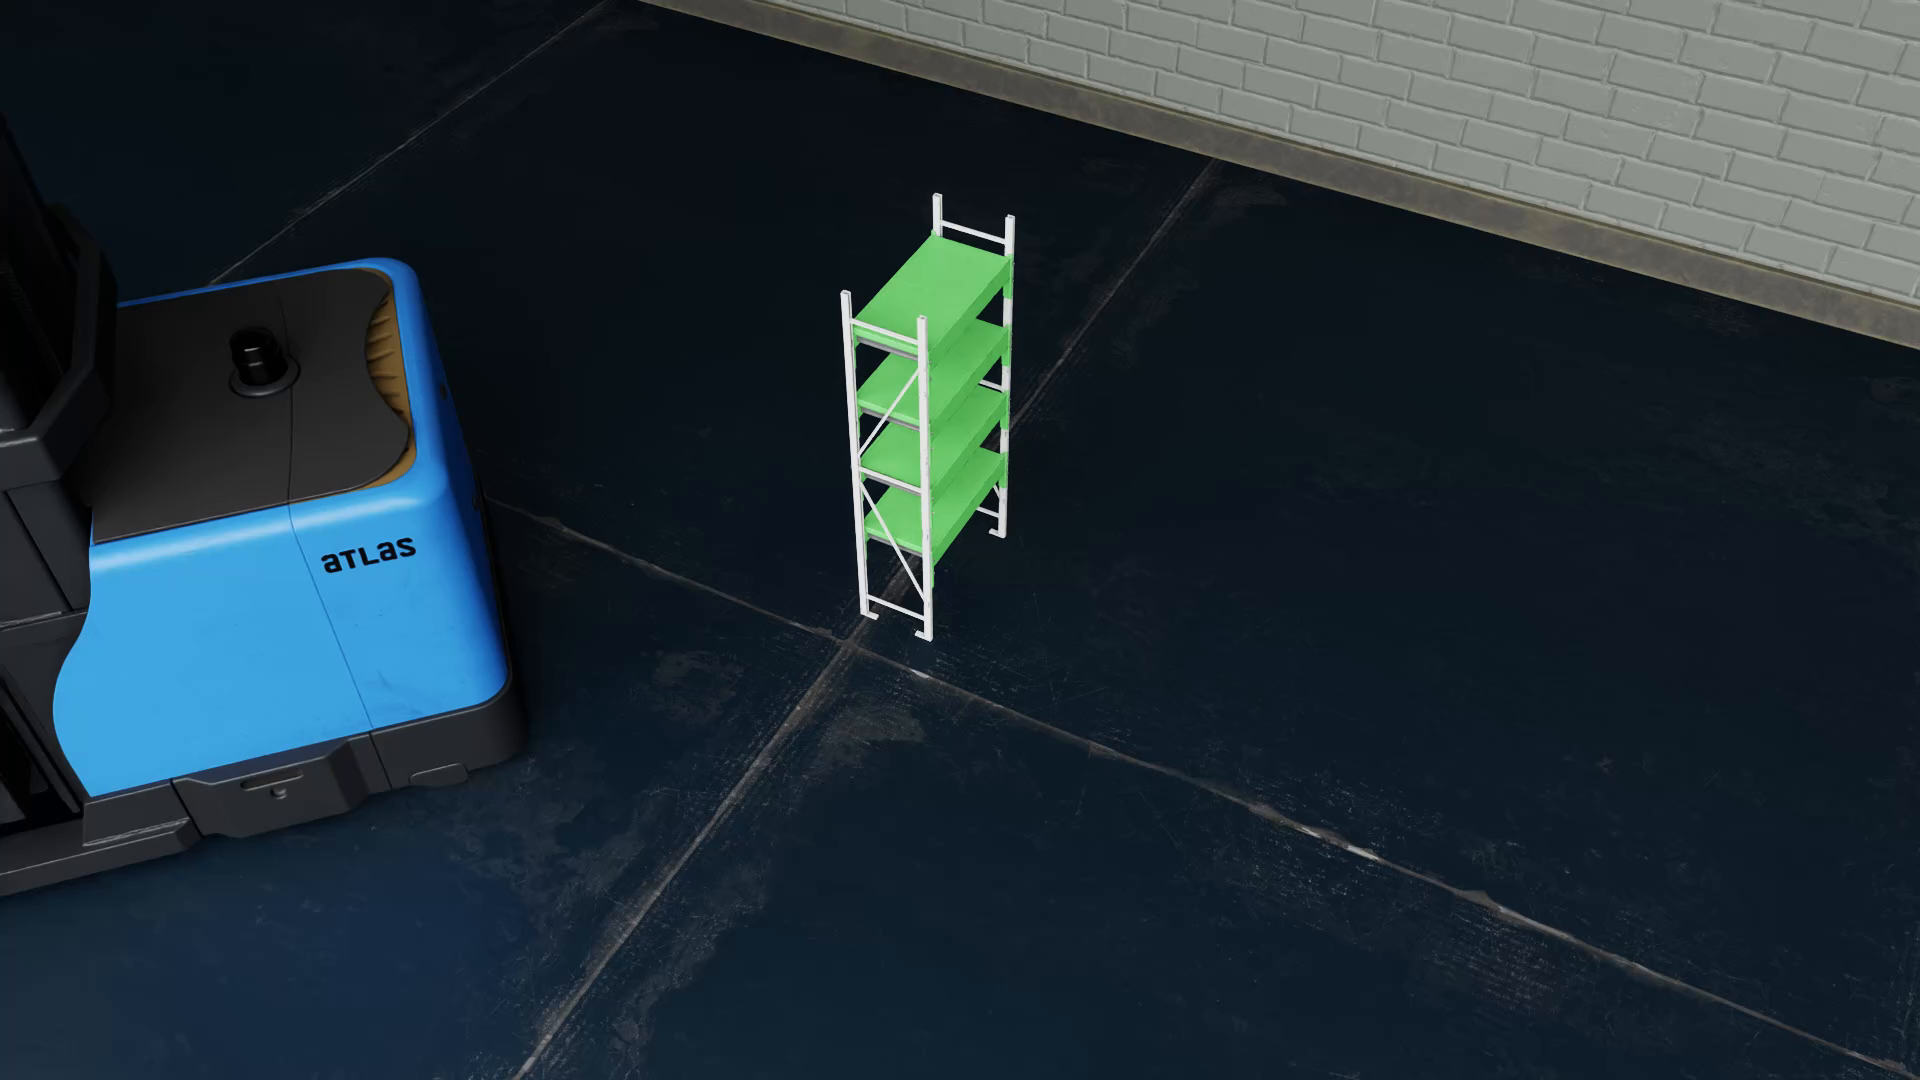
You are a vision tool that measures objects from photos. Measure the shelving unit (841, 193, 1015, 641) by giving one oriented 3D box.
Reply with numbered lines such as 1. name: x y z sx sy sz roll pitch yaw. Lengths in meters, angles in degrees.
1. shelving unit: -0.077 -0.317 4.720 0.258 1.200 0.503 20 49 19

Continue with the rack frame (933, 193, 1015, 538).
1. rack frame: 0.036 -0.471 4.872 0.240 1.200 0.015 20 49 19

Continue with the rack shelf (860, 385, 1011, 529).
1. rack shelf: -0.077 -0.273 4.766 0.258 0.148 0.480 20 49 19

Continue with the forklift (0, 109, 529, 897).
1. forklift: -2.772 -0.411 3.595 3.031 2.935 1.130 -13 47 -13

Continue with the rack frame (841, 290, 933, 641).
1. rack frame: -0.190 -0.164 4.568 0.240 1.200 0.015 20 49 19

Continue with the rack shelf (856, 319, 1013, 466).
1. rack shelf: -0.077 -0.441 4.595 0.258 0.148 0.480 20 49 19

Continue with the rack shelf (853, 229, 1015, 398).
1. rack shelf: -0.077 -0.610 4.424 0.258 0.148 0.480 20 49 19

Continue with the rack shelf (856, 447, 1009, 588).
1. rack shelf: -0.077 -0.104 4.936 0.258 0.148 0.480 20 49 19
